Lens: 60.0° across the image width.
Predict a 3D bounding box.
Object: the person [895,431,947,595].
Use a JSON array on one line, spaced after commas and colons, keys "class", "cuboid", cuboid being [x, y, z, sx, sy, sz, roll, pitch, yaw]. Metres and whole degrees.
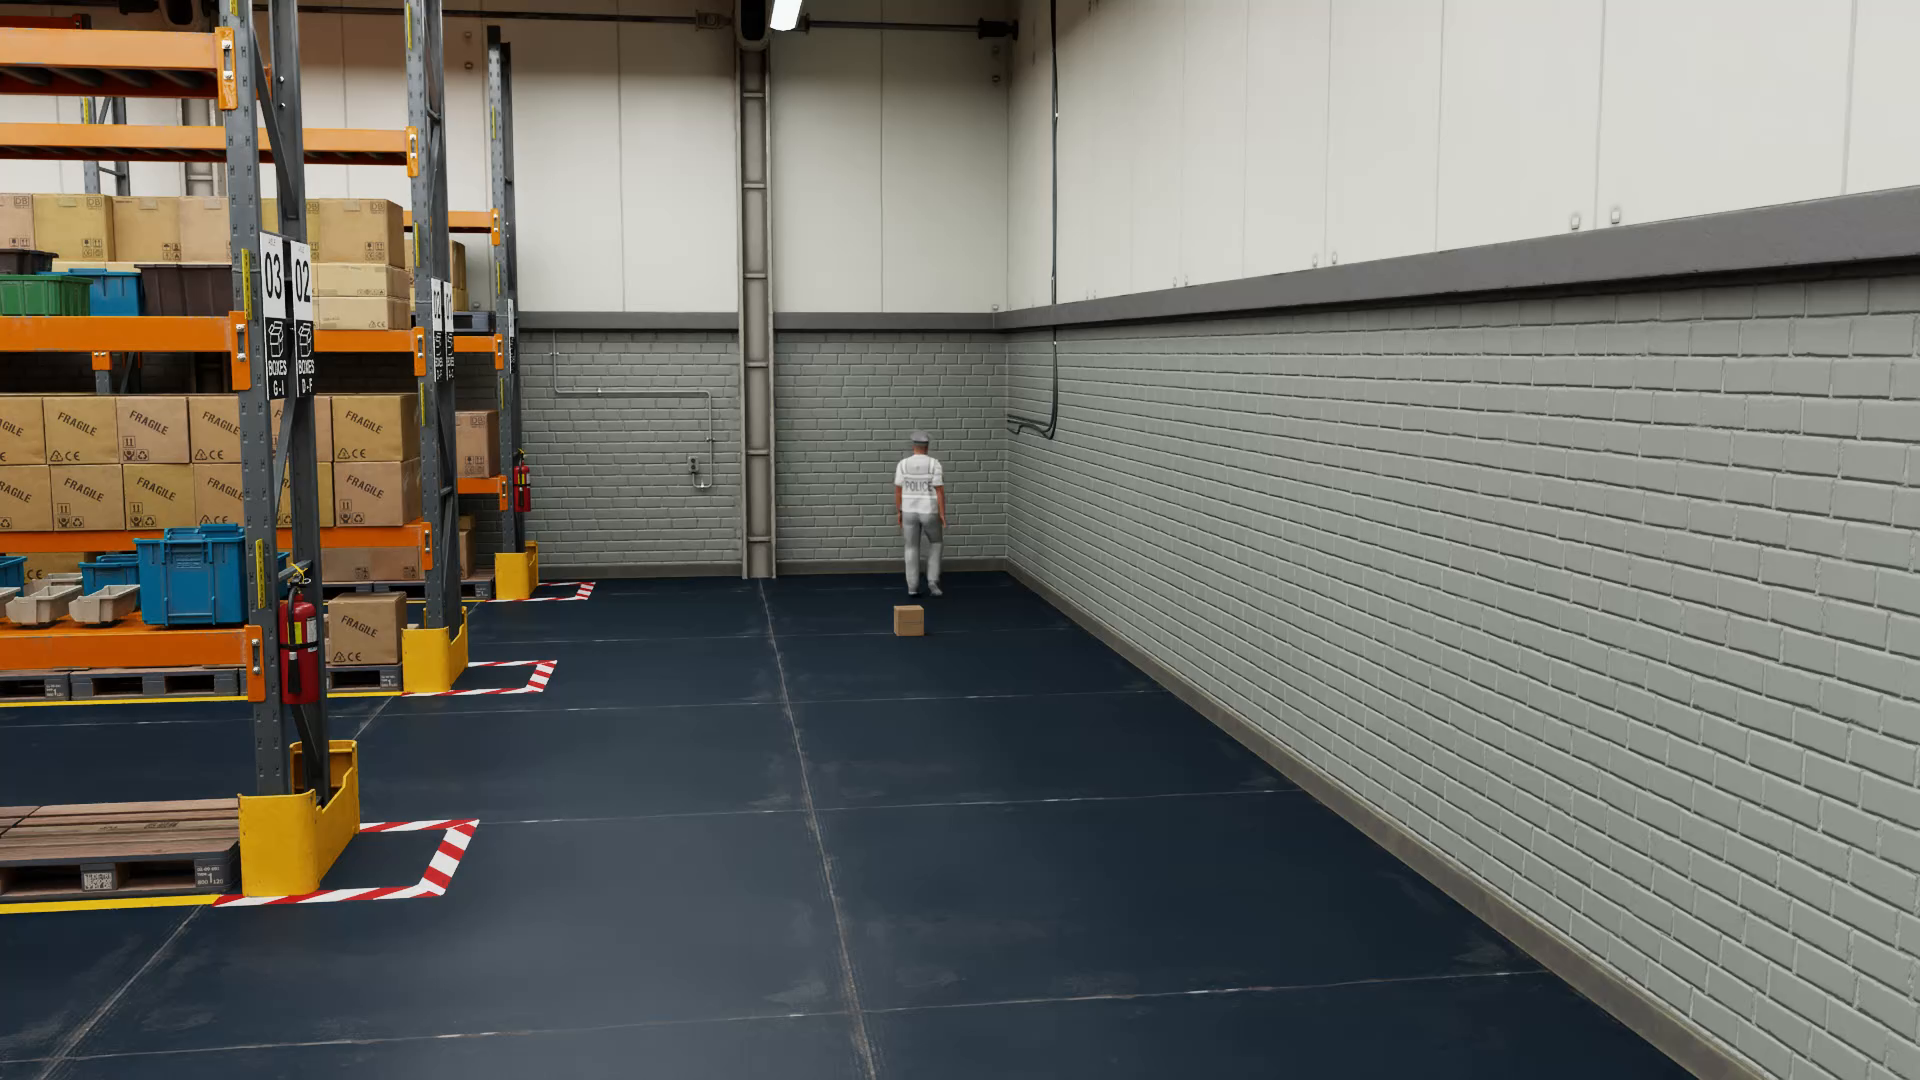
[{"class": "person", "cuboid": [-0.418, -0.255, 18.003, 0.574, 1.848, 0.508, 1, 6, 5]}]
